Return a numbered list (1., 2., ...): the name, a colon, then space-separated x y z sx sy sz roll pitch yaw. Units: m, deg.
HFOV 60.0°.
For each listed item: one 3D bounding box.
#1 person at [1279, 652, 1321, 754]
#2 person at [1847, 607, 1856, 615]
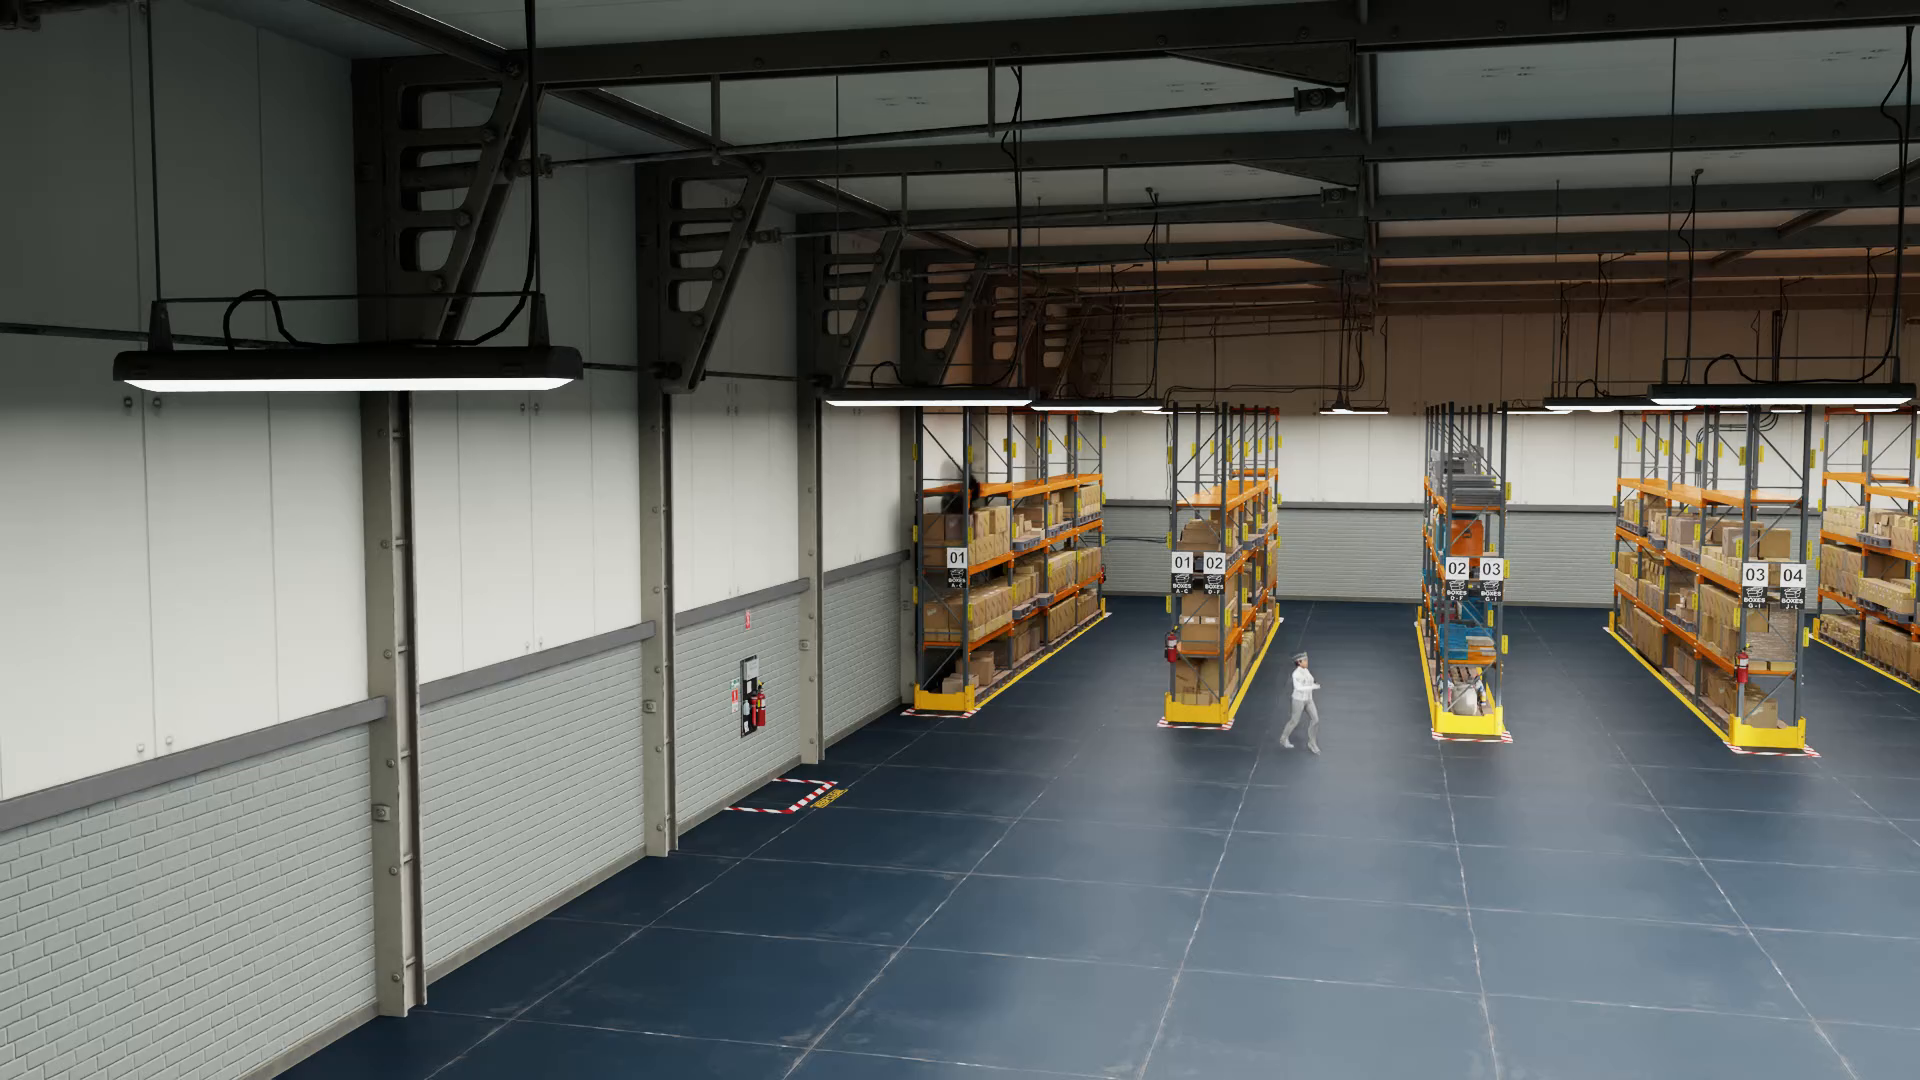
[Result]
1. person: 5.832 2.778 28.414 0.760 1.752 0.582 4 6 44
2. person: 23.657 1.628 43.772 0.721 1.704 0.617 -4 6 -45
